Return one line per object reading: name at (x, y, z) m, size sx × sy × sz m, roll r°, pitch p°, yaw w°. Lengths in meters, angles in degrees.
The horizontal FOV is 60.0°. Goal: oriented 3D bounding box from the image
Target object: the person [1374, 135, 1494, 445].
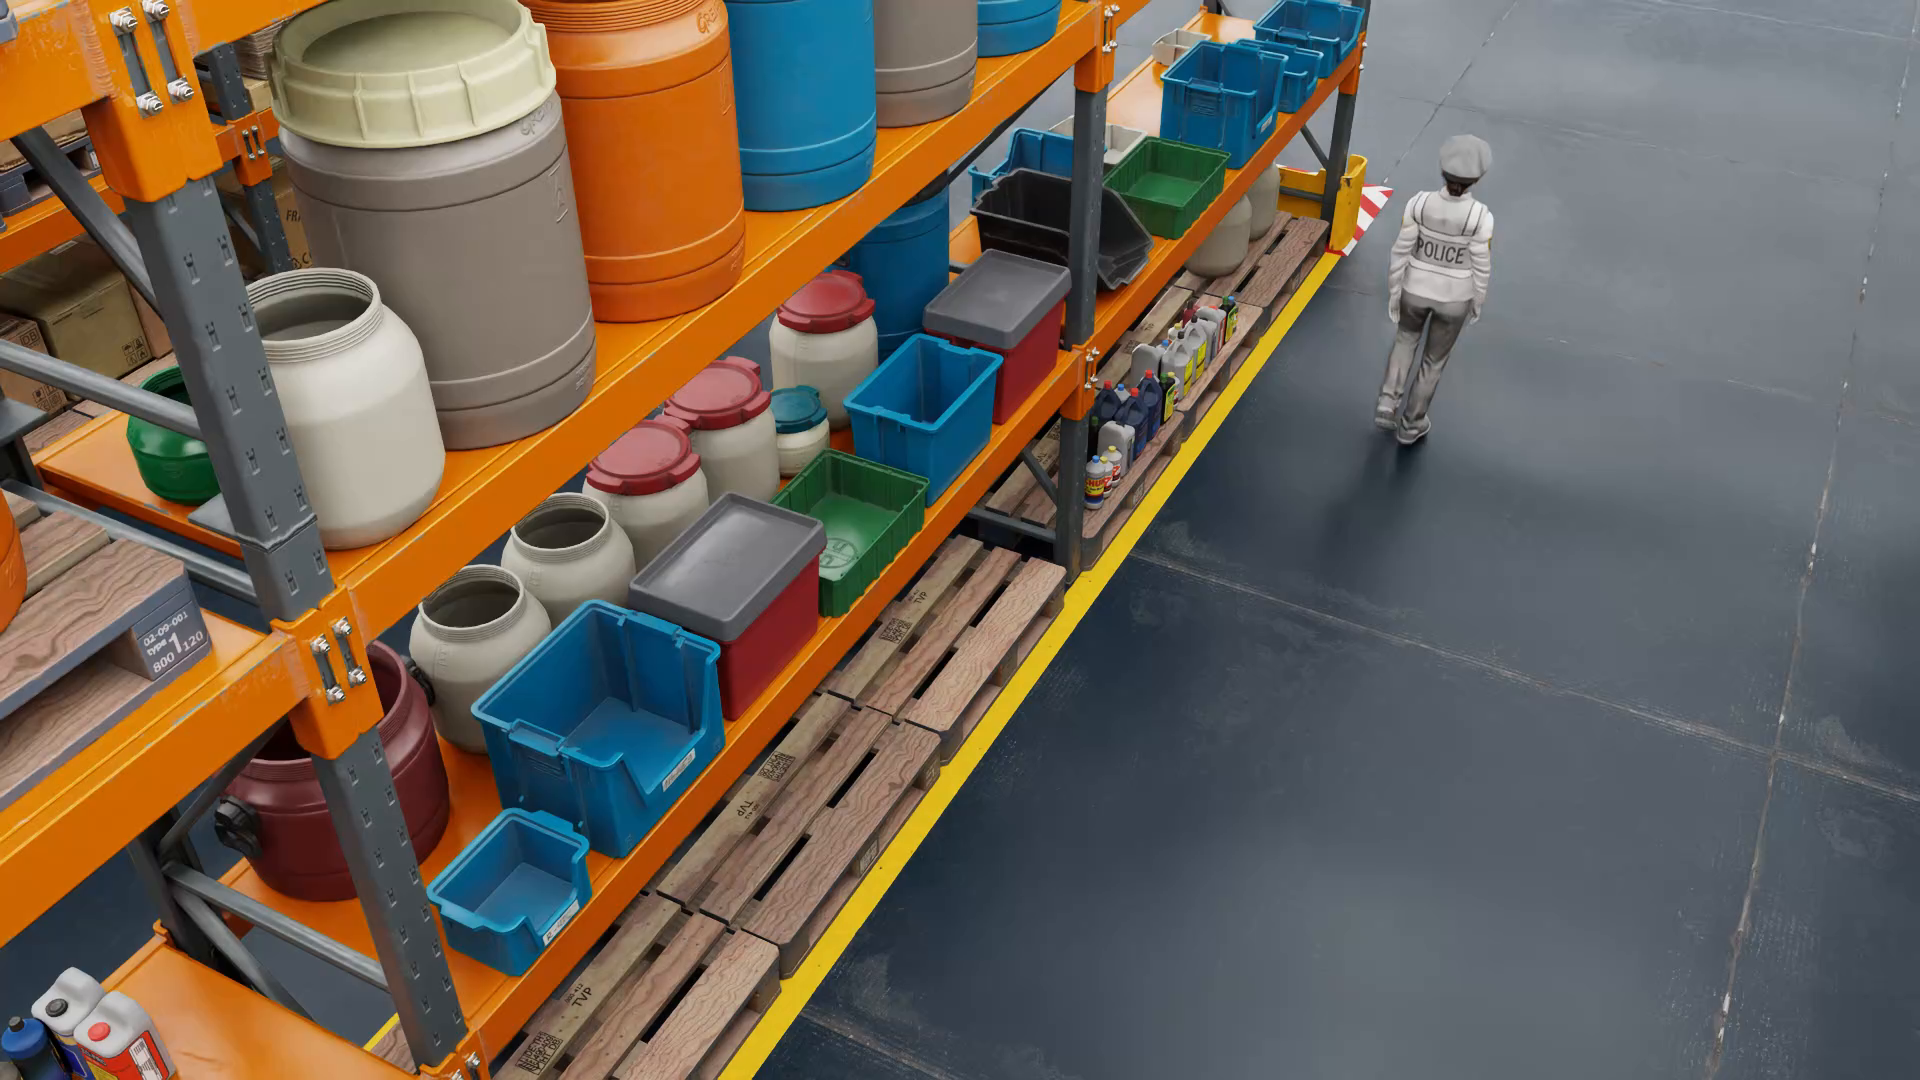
person at (2.395, -1.237, 8.340) m, size 0.479 × 1.699 × 0.430 m, roll 21°, pitch 42°, yaw 25°
